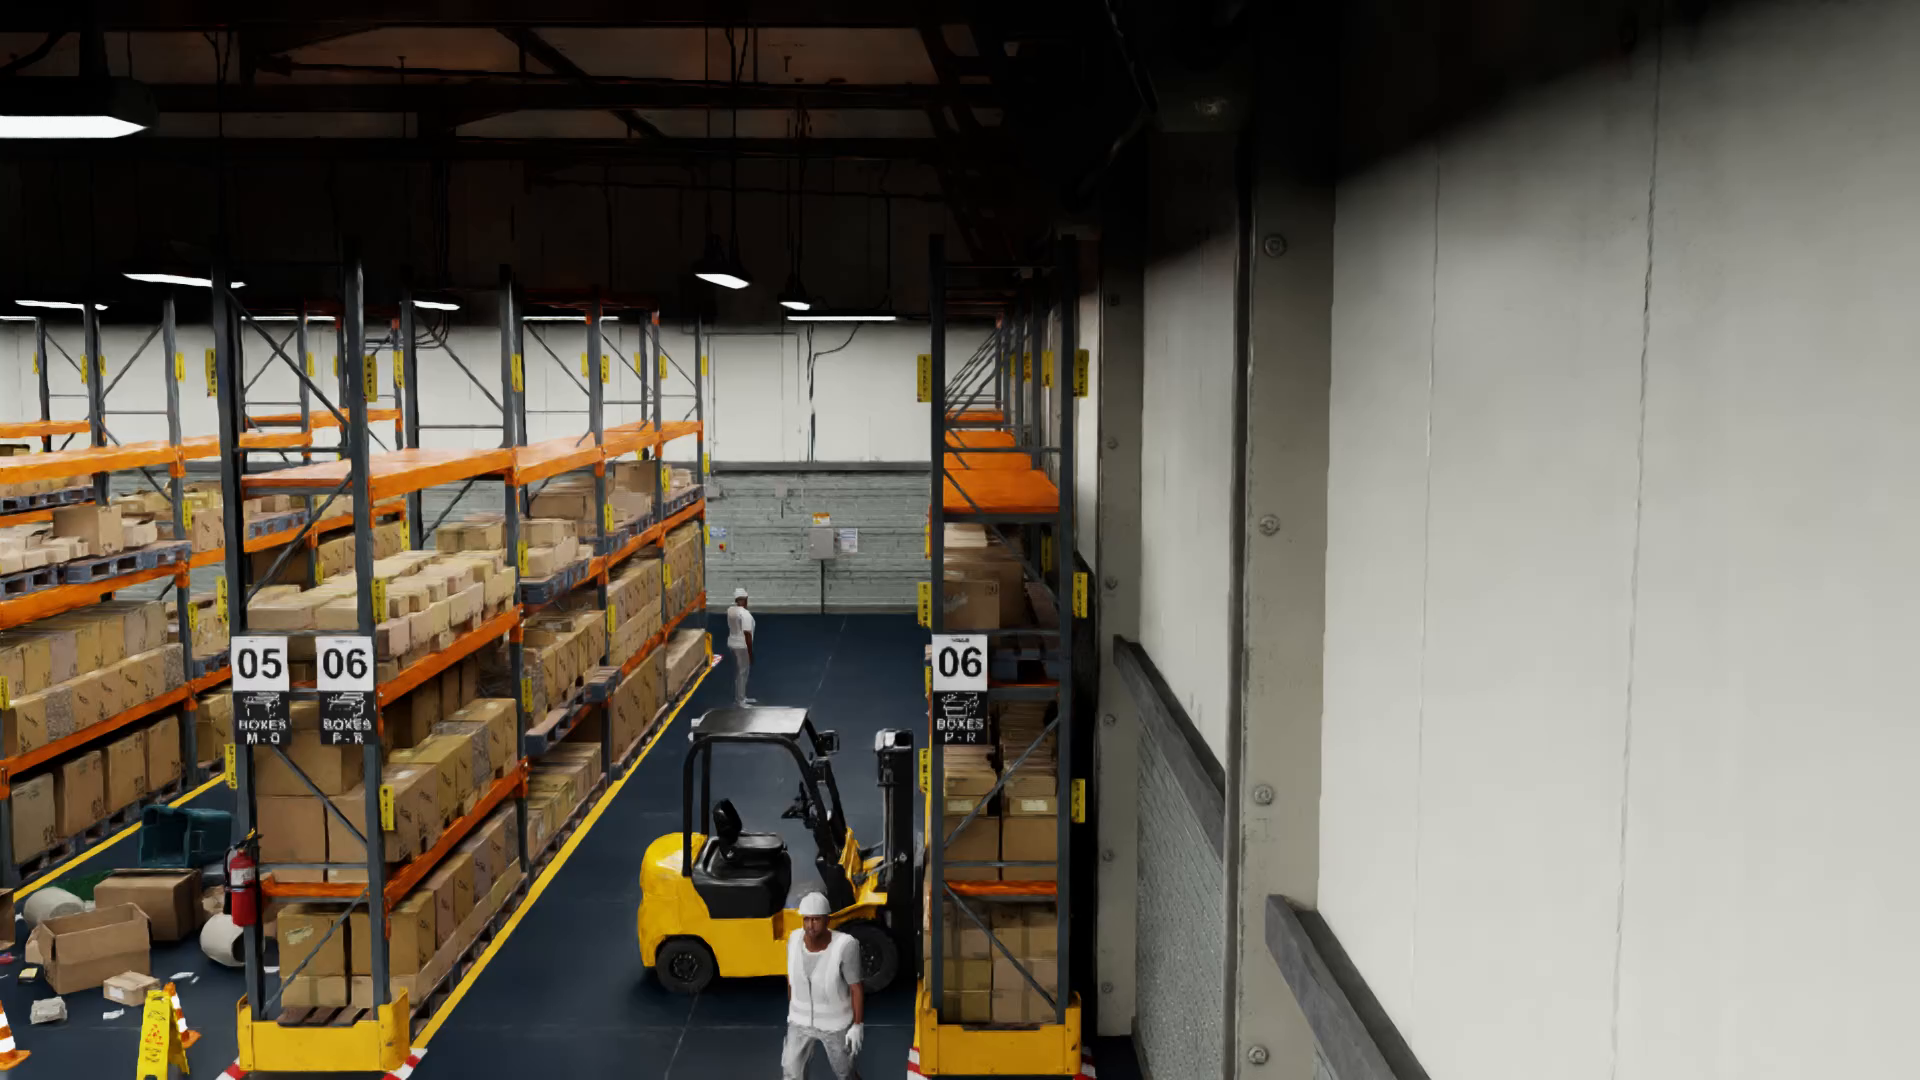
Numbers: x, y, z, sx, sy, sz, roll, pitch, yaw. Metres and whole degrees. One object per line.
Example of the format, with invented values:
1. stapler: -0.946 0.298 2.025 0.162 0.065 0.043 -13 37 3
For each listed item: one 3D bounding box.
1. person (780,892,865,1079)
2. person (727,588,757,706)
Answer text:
1. person: -0.884 3.114 10.816 0.591 1.746 0.951 2 7 15
2. person: -3.162 1.579 24.391 0.446 1.771 0.632 -4 7 -32
